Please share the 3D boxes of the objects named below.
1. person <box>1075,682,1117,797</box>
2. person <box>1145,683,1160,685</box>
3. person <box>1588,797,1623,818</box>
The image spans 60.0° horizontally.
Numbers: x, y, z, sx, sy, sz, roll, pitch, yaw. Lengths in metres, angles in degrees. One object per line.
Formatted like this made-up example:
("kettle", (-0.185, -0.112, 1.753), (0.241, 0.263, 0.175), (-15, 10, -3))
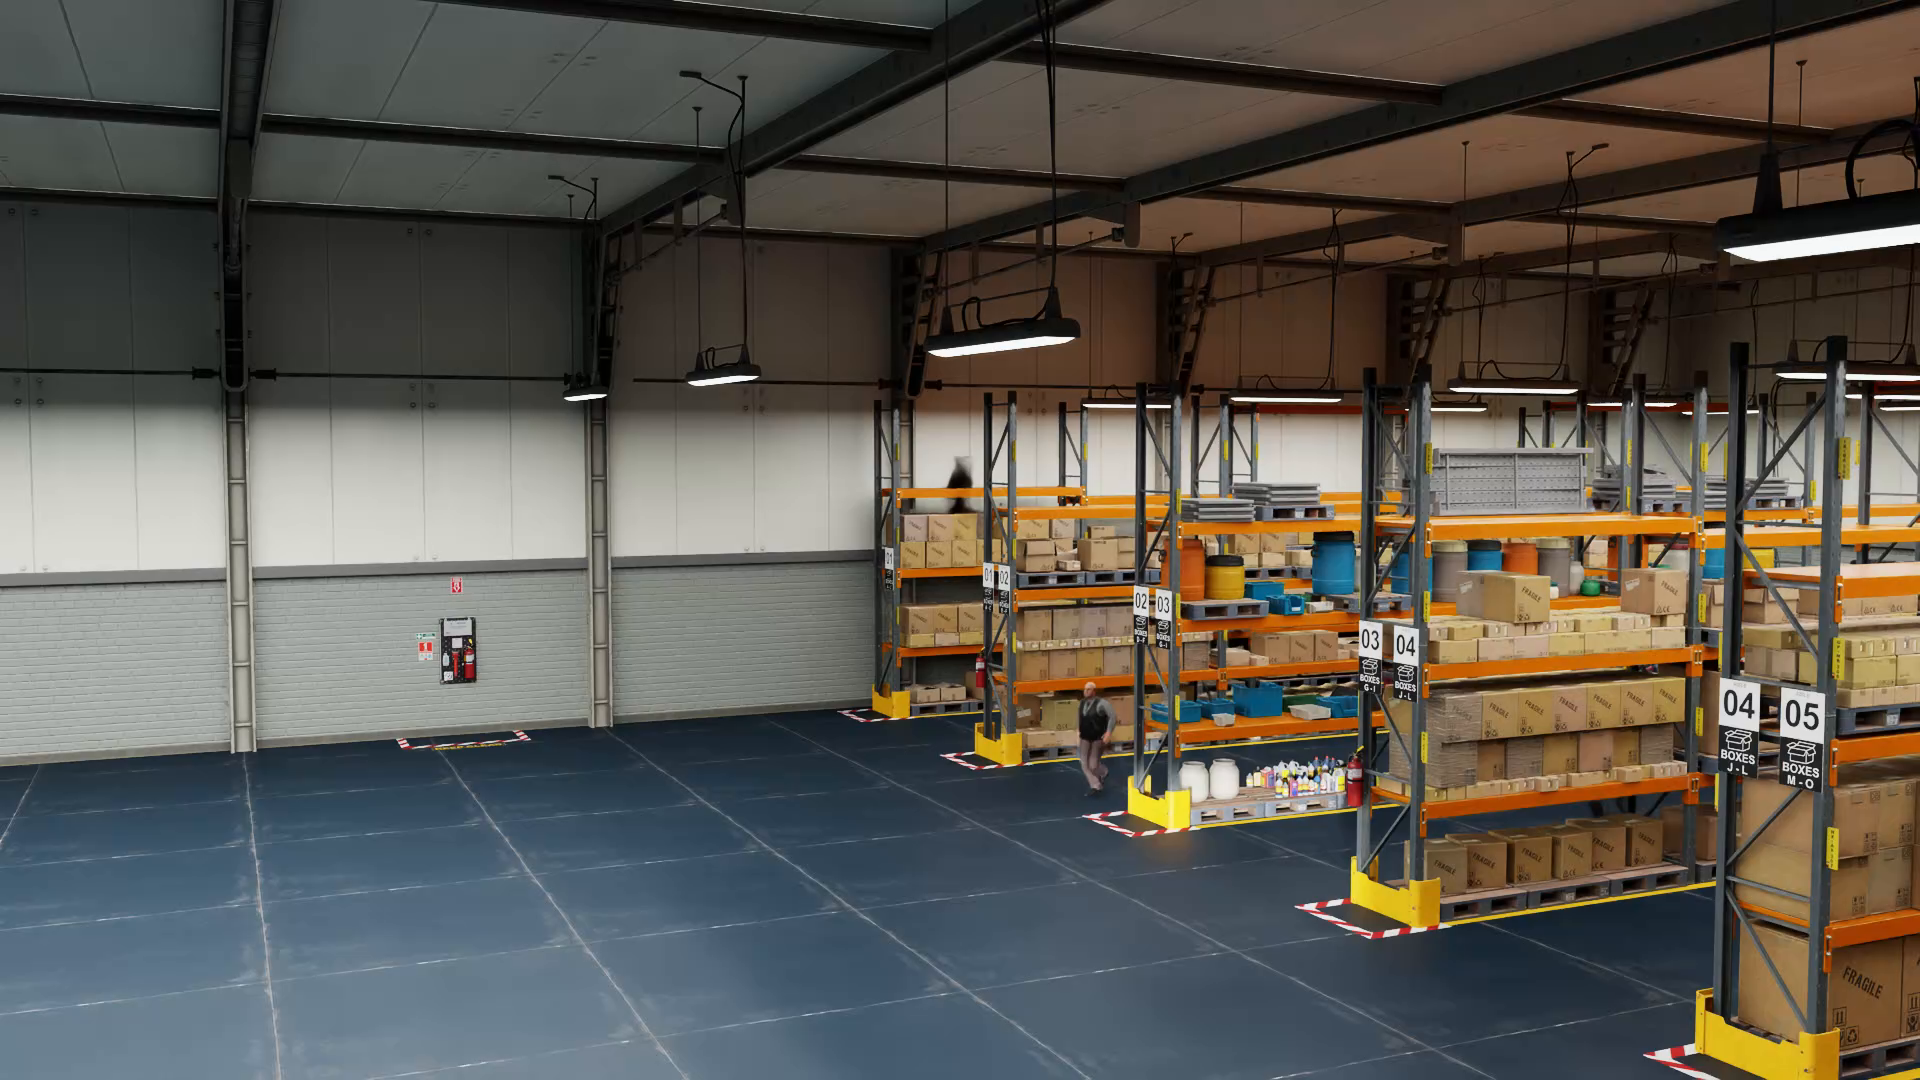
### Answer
("person", (1.996, 2.915, 24.419), (0.719, 1.686, 0.547), (2, 4, 35))
("person", (3.687, 2.487, 31.152), (0.757, 1.766, 0.676), (-2, 4, -33))
("person", (8.451, 3.086, 21.554), (0.805, 1.688, 0.510), (-2, 4, -32))
